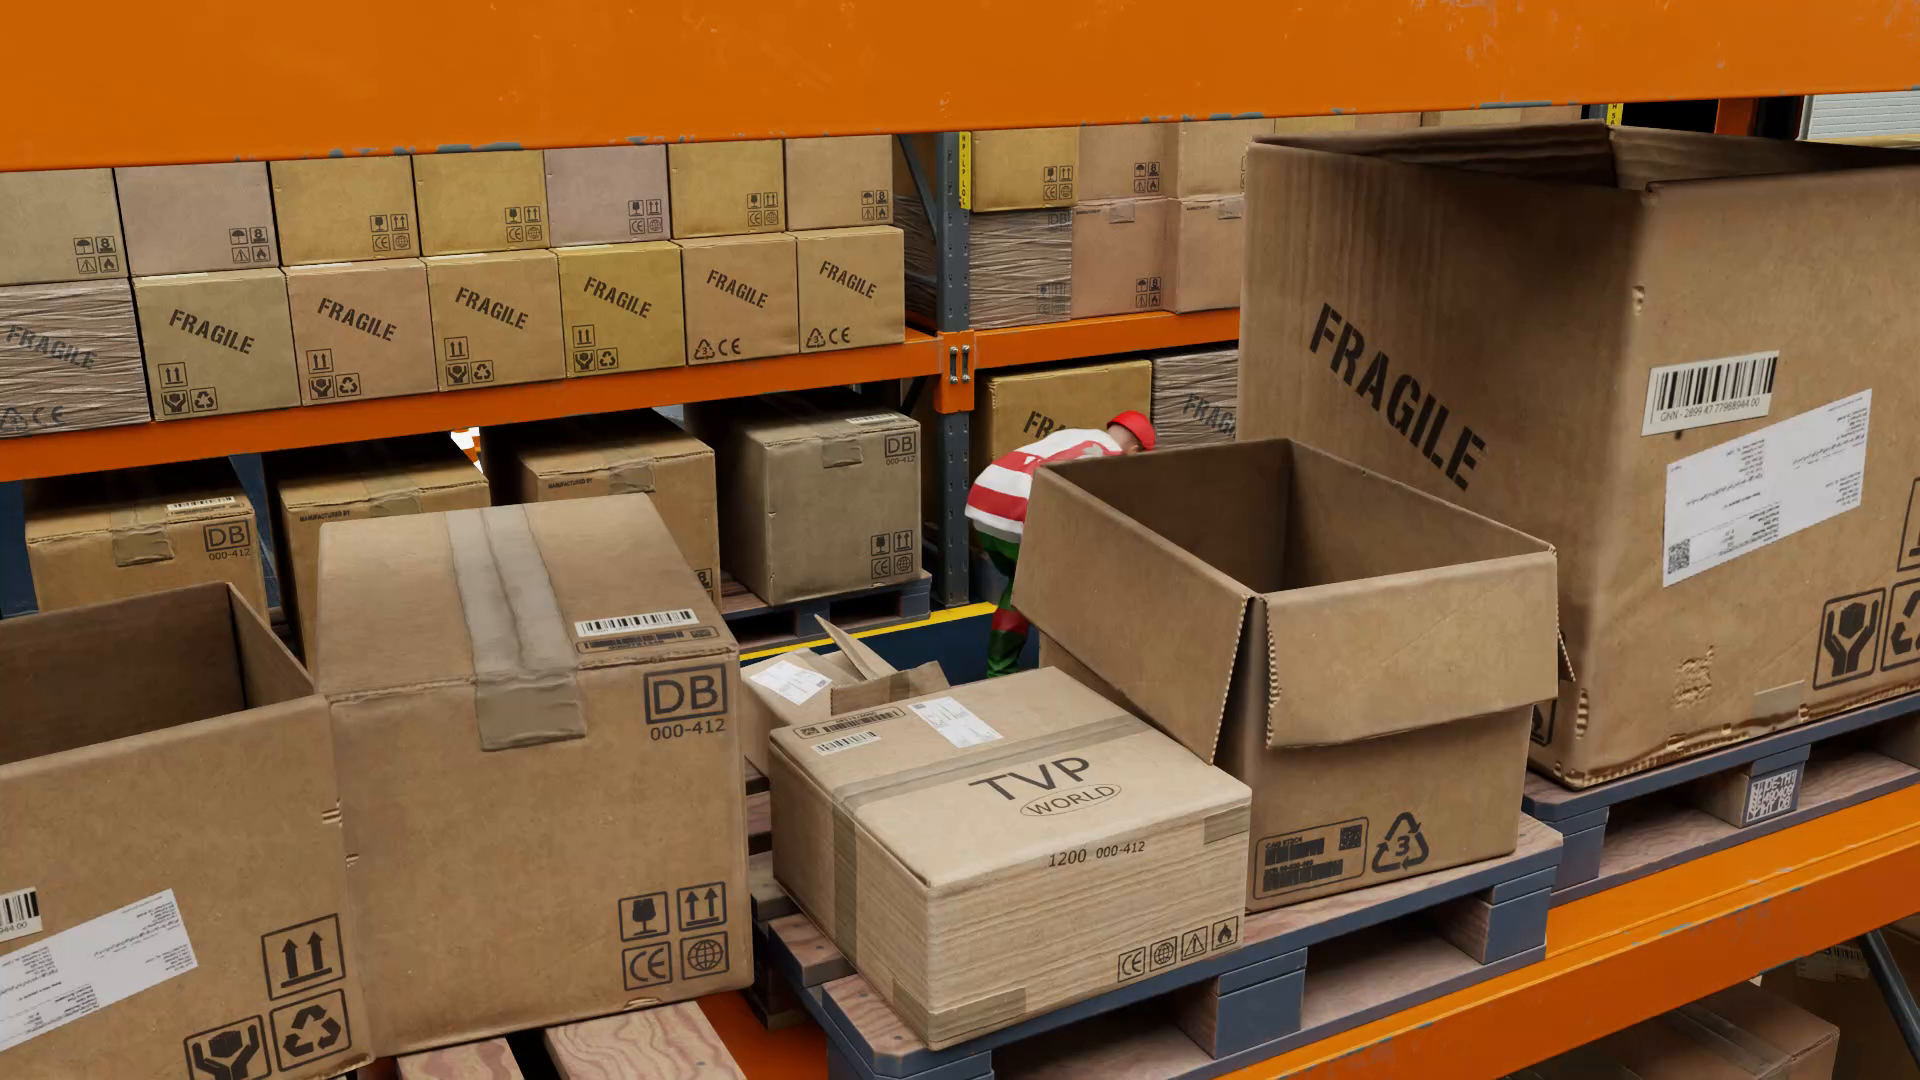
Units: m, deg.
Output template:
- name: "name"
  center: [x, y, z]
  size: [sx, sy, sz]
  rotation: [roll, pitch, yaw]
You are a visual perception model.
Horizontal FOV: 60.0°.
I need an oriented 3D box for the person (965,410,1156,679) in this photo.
- name: "person"
  center: [0.451, 0.086, 6.800]
  size: [0.951, 1.132, 0.499]
  rotation: [-16, 24, -40]
